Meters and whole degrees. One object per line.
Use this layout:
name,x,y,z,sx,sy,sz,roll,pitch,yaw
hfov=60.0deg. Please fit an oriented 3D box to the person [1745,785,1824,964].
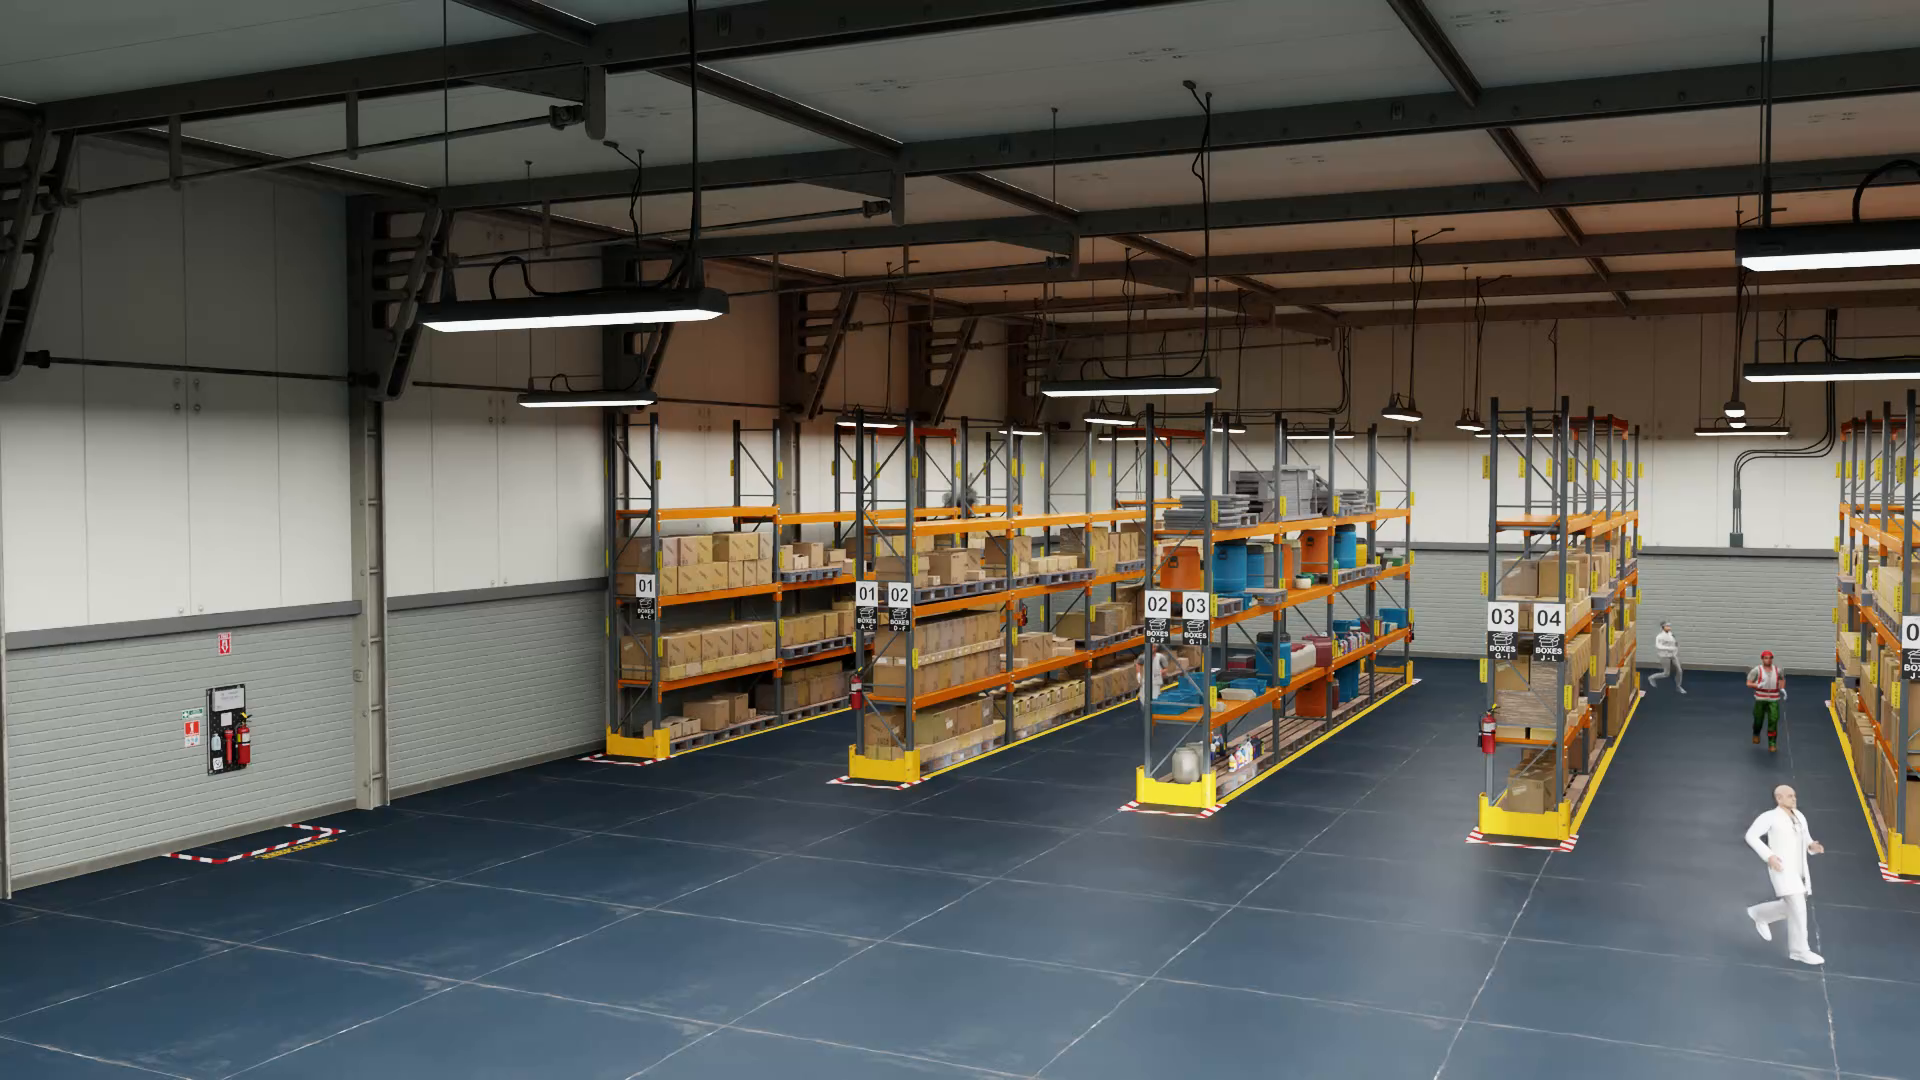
person,8.484,3.399,17.111,0.720,1.751,0.963,-1,3,-26

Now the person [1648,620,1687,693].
person,15.924,2.627,37.520,0.645,1.662,0.784,-2,3,-33

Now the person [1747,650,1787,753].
person,14.338,2.843,29.559,0.666,1.763,0.985,1,2,16

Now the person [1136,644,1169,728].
person,3.677,2.768,31.919,0.650,1.736,0.686,1,2,13
